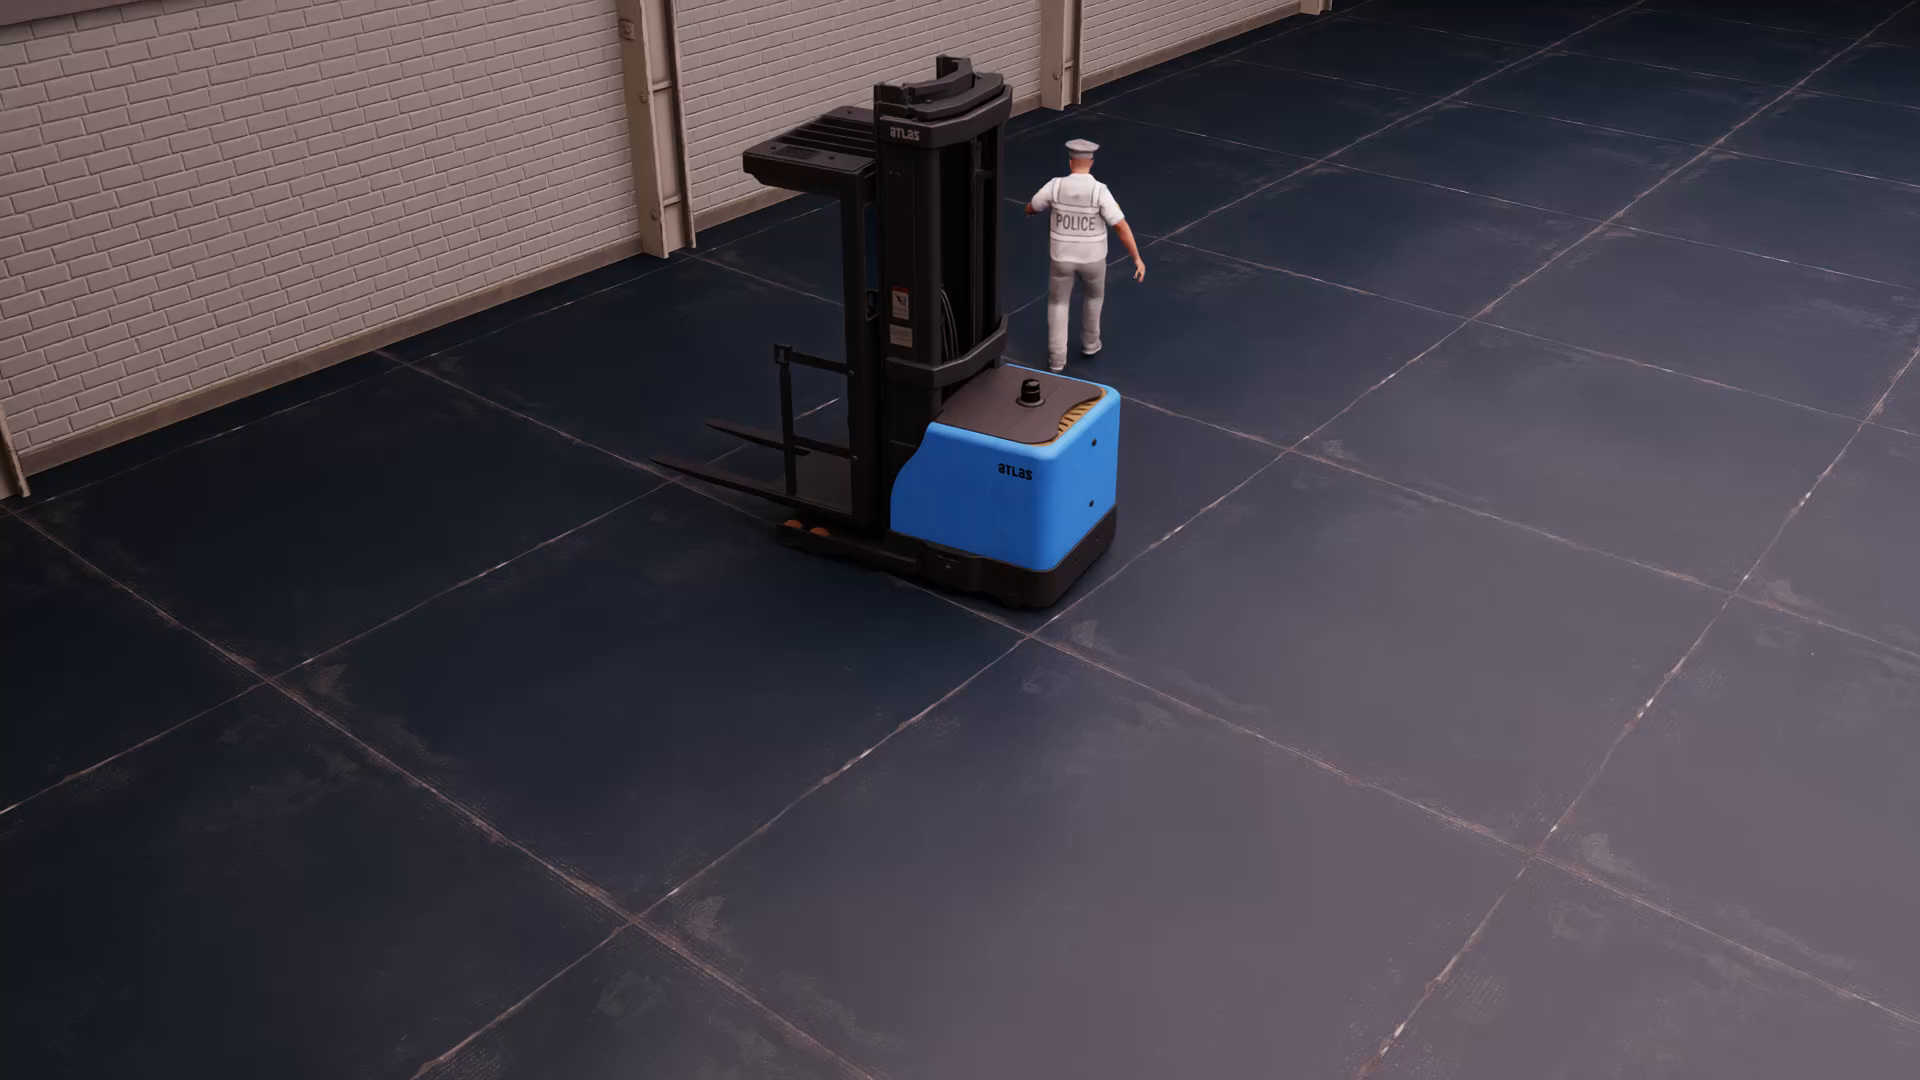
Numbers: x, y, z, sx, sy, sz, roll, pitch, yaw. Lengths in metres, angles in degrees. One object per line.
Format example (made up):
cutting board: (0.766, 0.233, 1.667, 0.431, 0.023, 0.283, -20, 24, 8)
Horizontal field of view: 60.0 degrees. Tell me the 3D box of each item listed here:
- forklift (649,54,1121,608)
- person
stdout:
forklift: (-0.568, -1.393, 9.979, 3.031, 2.935, 1.130, 15, 34, 25)
person: (0.922, -2.149, 12.492, 0.977, 1.727, 0.762, 6, 31, 9)
